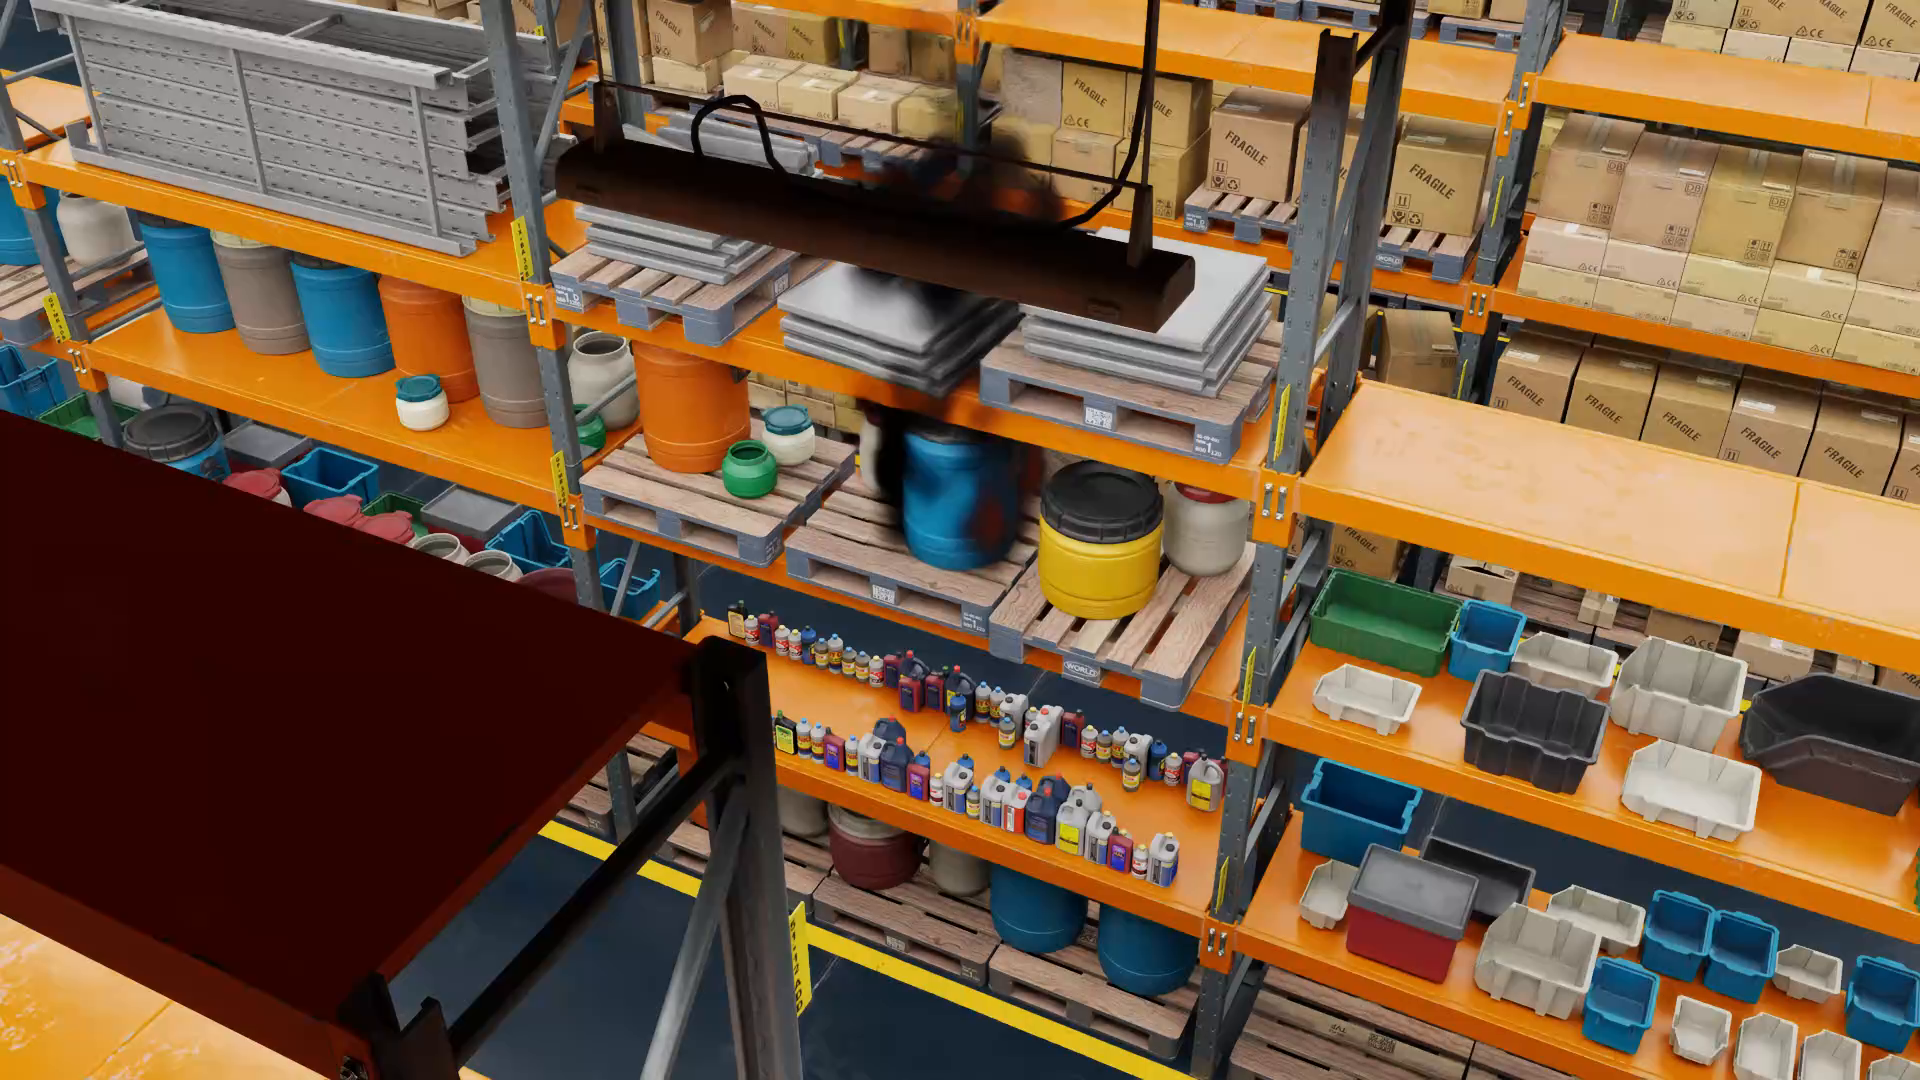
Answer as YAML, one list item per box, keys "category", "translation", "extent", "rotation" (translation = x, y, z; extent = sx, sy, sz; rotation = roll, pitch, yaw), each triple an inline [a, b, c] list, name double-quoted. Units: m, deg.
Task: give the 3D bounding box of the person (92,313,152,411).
- category: "person"
  translation: [-7.276, -1.428, 14.402]
  extent: [0.624, 1.725, 0.701]
  rotation: [6, 35, 9]
